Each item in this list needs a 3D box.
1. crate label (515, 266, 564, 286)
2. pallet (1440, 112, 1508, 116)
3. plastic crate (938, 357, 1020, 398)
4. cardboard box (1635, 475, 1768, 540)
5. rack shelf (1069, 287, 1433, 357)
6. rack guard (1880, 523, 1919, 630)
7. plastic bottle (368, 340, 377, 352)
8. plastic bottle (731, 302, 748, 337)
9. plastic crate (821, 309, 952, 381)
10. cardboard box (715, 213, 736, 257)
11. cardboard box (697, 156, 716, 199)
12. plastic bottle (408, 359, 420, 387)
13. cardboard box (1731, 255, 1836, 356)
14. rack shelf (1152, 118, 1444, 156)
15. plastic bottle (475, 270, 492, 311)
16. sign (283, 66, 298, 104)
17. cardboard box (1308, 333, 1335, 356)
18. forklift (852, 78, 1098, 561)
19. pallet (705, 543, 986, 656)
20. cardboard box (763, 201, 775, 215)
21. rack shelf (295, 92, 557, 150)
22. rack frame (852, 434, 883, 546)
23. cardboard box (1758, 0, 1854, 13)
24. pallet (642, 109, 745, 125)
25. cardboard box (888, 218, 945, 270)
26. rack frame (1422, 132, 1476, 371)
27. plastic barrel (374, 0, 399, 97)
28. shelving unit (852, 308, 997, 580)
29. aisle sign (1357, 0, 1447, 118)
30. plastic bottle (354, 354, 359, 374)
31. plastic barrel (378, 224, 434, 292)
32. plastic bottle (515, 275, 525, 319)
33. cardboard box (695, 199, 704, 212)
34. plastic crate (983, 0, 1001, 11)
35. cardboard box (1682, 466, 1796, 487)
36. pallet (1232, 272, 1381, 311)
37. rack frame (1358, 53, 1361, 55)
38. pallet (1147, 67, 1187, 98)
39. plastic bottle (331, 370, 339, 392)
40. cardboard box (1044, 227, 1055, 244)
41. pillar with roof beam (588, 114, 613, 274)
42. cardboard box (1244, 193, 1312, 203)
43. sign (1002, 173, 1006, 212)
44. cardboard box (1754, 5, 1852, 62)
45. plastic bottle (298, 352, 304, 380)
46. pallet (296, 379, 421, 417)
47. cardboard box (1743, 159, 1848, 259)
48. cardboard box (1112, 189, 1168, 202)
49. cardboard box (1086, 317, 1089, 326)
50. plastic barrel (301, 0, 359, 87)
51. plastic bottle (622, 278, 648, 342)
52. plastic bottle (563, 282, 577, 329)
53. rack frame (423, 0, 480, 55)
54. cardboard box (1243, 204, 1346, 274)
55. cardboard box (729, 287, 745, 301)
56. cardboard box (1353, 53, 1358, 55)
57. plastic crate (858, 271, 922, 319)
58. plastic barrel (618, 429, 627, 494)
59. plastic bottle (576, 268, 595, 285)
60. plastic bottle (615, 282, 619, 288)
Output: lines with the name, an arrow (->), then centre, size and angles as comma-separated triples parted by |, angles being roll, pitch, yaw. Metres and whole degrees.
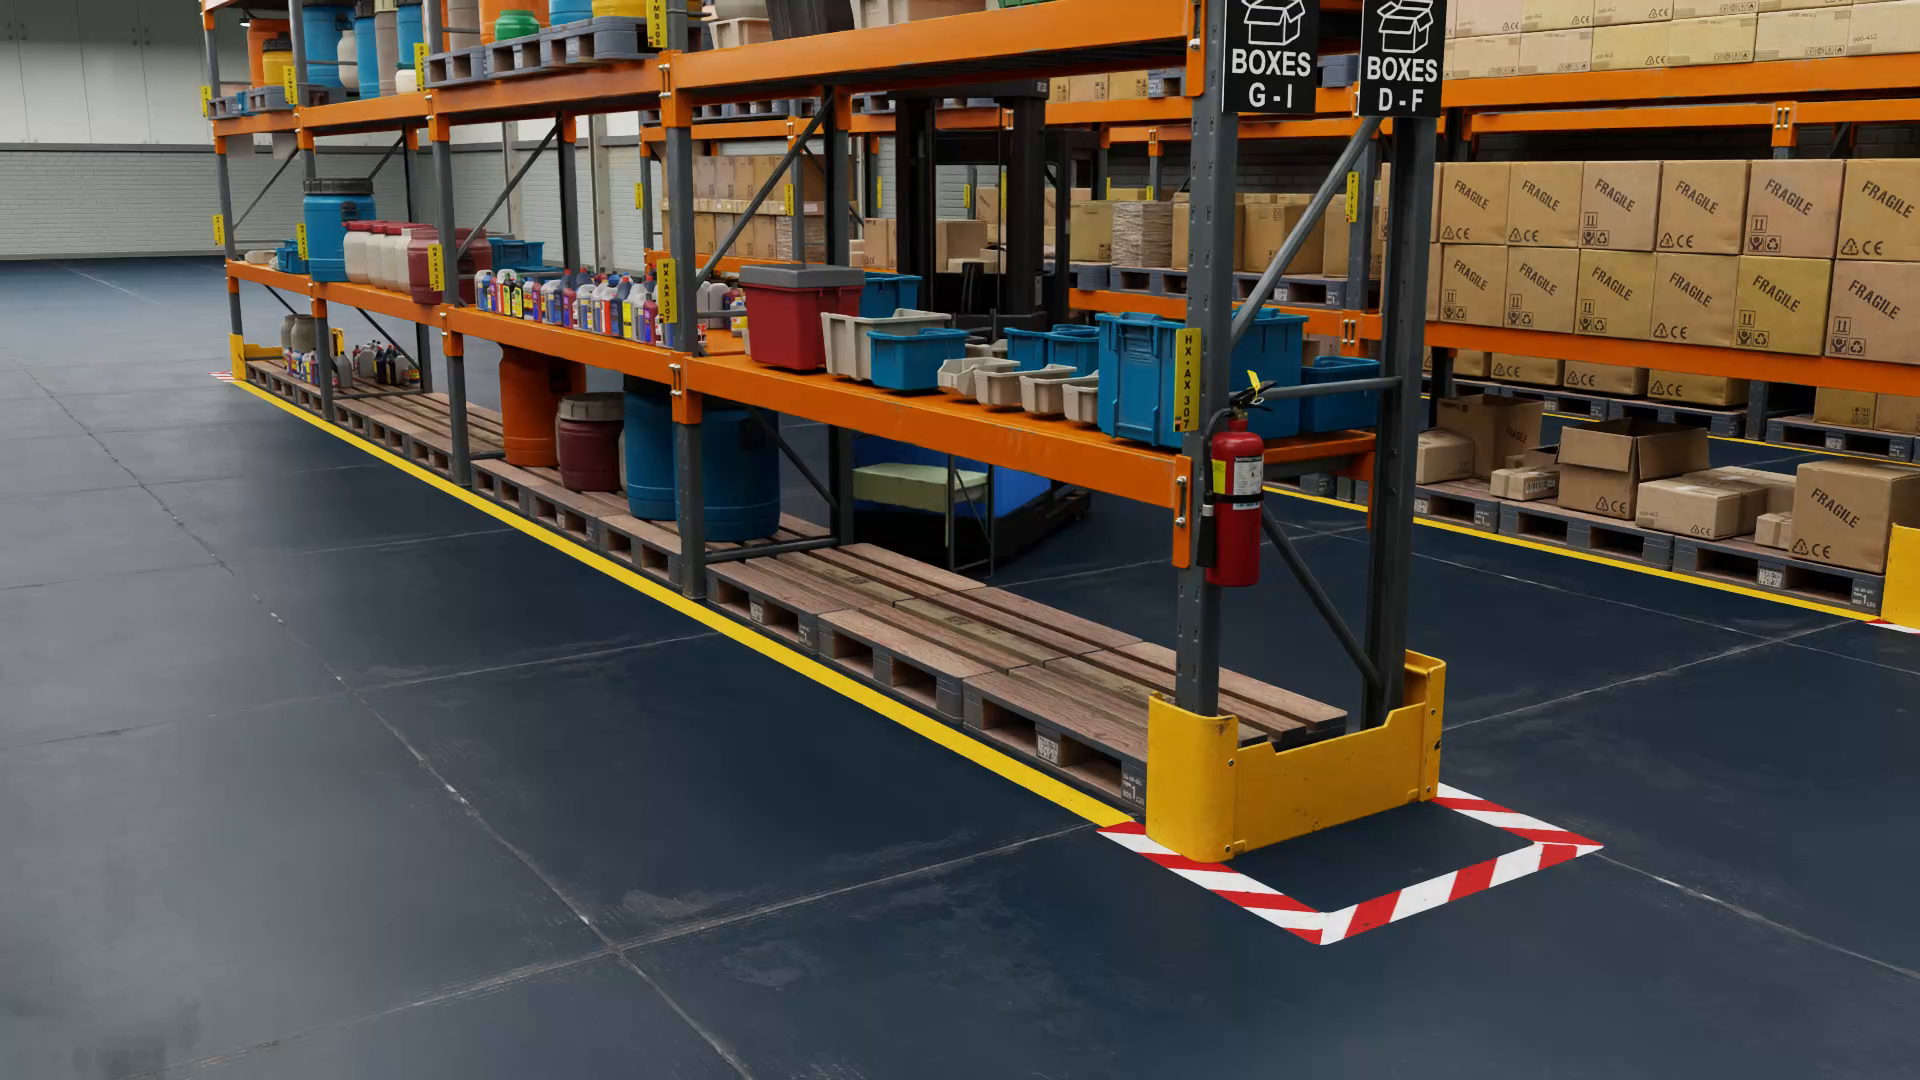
crate label -> -3.183, -1.956, 12.676 | 0.303, 0.233, 0.416 | -8, 15, -33
pallet -> 5.387, -4.356, 16.680 | 1.213, 0.211, 1.003 | -7, 14, -30
plastic crate -> 0.066, -0.670, 6.881 | 0.298, 0.136, 0.250 | -8, 15, -33
cardboard box -> 4.289, -0.193, 9.629 | 0.500, 0.250, 0.500 | -8, 15, -33
rack shelf -> 1.972, -1.797, 13.241 | 1.077, 0.370, 4.000 | -8, 15, -33
rack guard -> 5.255, 0.126, 8.613 | 1.175, 0.500, 0.348 | -8, 15, -33
plastic bottle -> -6.022, -1.885, 17.133 | 0.144, 0.351, 0.185 | -7, 14, -30
plastic bottle -> -1.281, -1.284, 9.678 | 0.097, 0.201, 0.097 | 0, 12, 0
plastic crate -> -0.352, -0.885, 7.524 | 0.437, 0.282, 0.530 | -8, 15, -33
cardboard box -> -2.460, -3.616, 19.642 | 0.700, 0.500, 0.500 | -8, 14, -31
cardboard box -> -2.715, -4.333, 19.884 | 0.700, 0.500, 0.500 | -8, 15, -33
plastic bottle -> -5.289, -1.620, 16.107 | 0.097, 0.271, 0.097 | 0, 12, 0
cardboard box -> 4.532, -1.269, 8.911 | 0.500, 0.500, 0.500 | -8, 15, -32
rack shelf -> 3.878, -4.561, 18.858 | 1.077, 0.370, 4.000 | -8, 15, -33
plastic bottle -> -3.291, -1.743, 11.599 | 0.152, 0.276, 0.135 | -8, 15, -33
sign -> -5.942, -4.036, 14.756 | 0.100, 0.325, 0.005 | -8, 15, -33
cardboard box -> 4.355, -2.312, 18.734 | 0.700, 0.500, 0.500 | -8, 15, -33
forklift -> 0.239, -1.581, 10.731 | 1.130, 2.935, 3.031 | 4, 13, 19
pallet -> -0.605, 0.281, 8.580 | 1.003, 0.211, 1.213 | -8, 15, -33
cardboard box -> -1.963, -3.695, 18.483 | 0.380, 0.149, 0.250 | -9, 15, -34
rack shelf -> -4.369, -3.388, 13.496 | 1.077, 0.370, 4.000 | -8, 15, -33
rack frame -> -0.515, -0.592, 9.473 | 0.023, 1.500, 0.400 | 10, 16, 37
cardboard box -> 4.523, -2.868, 8.613 | 0.500, 0.250, 0.500 | -8, 15, -33
pallet -> -3.198, -5.220, 20.397 | 1.003, 0.211, 1.213 | -8, 15, -33
cardboard box -> -0.371, -2.943, 16.564 | 0.500, 0.500, 0.500 | -8, 15, -33
rack frame -> 4.986, -3.091, 17.475 | 1.000, 3.000, 0.127 | -8, 15, -33
plastic barrel -> -4.653, -4.159, 14.164 | 0.600, 0.901, 0.600 | 0, 12, 0
shelving unit -> -0.225, -0.543, 9.255 | 0.755, 1.500, 0.431 | 10, 16, 37
aisle sign -> 1.458, -1.788, 5.431 | 0.394, 0.787, 0.004 | -8, 15, -33
plastic bottle -> -6.211, -1.823, 17.199 | 0.097, 0.201, 0.097 | 0, 12, 0
plastic barrel -> -4.484, -2.293, 13.506 | 0.433, 0.535, 0.433 | 0, 12, 0
plastic bottle -> -2.870, -1.594, 10.901 | 0.061, 0.283, 0.133 | -8, 15, -33
cardboard box -> -2.957, -4.014, 19.942 | 0.380, 0.149, 0.250 | -9, 15, -35
plastic crate -> 0.200, -2.334, 7.268 | 0.437, 0.282, 0.530 | -8, 15, -33
cardboard box -> 4.678, -0.261, 9.940 | 0.500, 0.250, 0.500 | -8, 15, -33
pallet -> 2.729, -1.854, 12.267 | 1.003, 0.211, 1.213 | -8, 15, -33
rack frame -> 3.081, -4.723, 10.897 | 1.000, 3.000, 0.127 | -8, 15, -33
pallet -> 2.201, -3.475, 12.647 | 1.213, 0.211, 1.003 | -8, 15, -33
plastic bottle -> -5.938, -1.505, 15.744 | 0.097, 0.201, 0.097 | 0, 12, 0
cardboard box -> 1.415, -4.054, 22.182 | 0.500, 0.250, 0.500 | -8, 15, -32
pillar with roof beam -> -11.895, -10.114, 35.548 | 9.100, 9.000, 0.548 | -8, 15, -33
cardboard box -> 3.718, -3.758, 19.261 | 0.700, 0.500, 0.500 | -6, 14, -25
sign -> 0.404, -3.003, 14.364 | 0.100, 0.325, 0.005 | -8, 15, -33
cardboard box -> 4.525, -2.624, 8.668 | 0.500, 0.250, 0.500 | -8, 15, -33
plastic bottle -> -6.591, -1.749, 16.695 | 0.097, 0.271, 0.097 | 0, 12, 0
pallet -> -5.815, -1.392, 16.232 | 1.003, 0.211, 1.213 | -8, 15, -33
cardboard box -> 4.541, -1.755, 8.791 | 0.500, 0.500, 0.500 | -8, 14, -31
cardboard box -> 2.251, -4.153, 20.879 | 0.500, 0.500, 0.500 | -8, 15, -33
cardboard box -> 1.900, -2.911, 22.297 | 0.380, 0.149, 0.250 | -10, 16, -37
plastic barrel -> -5.940, -4.735, 15.814 | 0.600, 0.901, 0.708 | -8, 15, -33
plastic bottle -> -1.827, -1.308, 9.435 | 0.144, 0.351, 0.185 | -8, 15, -33
plastic bottle -> -2.384, -1.437, 10.186 | 0.061, 0.283, 0.133 | -8, 15, -33
rack frame -> -3.261, -4.849, 11.472 | 1.000, 3.000, 0.127 | -8, 15, -33
cardboard box -> 2.571, -2.272, 12.513 | 0.700, 0.500, 0.500 | -6, 14, -24
cardboard box -> -2.338, -2.679, 19.289 | 0.500, 0.500, 0.500 | -8, 15, -33
cardboard box -> 2.863, -3.659, 11.600 | 0.600, 0.600, 0.600 | -10, 16, -38
plastic crate -> -0.502, -1.186, 8.660 | 0.392, 0.384, 0.575 | -8, 15, -33
plastic barrel -> -1.963, -0.532, 10.616 | 0.421, 0.512, 0.421 | 0, 12, 0
plastic bottle -> -2.385, -1.545, 10.523 | 0.144, 0.351, 0.185 | -8, 15, -33
plastic bottle -> -2.344, -1.684, 11.507 | 0.097, 0.201, 0.097 | 0, 12, 0
